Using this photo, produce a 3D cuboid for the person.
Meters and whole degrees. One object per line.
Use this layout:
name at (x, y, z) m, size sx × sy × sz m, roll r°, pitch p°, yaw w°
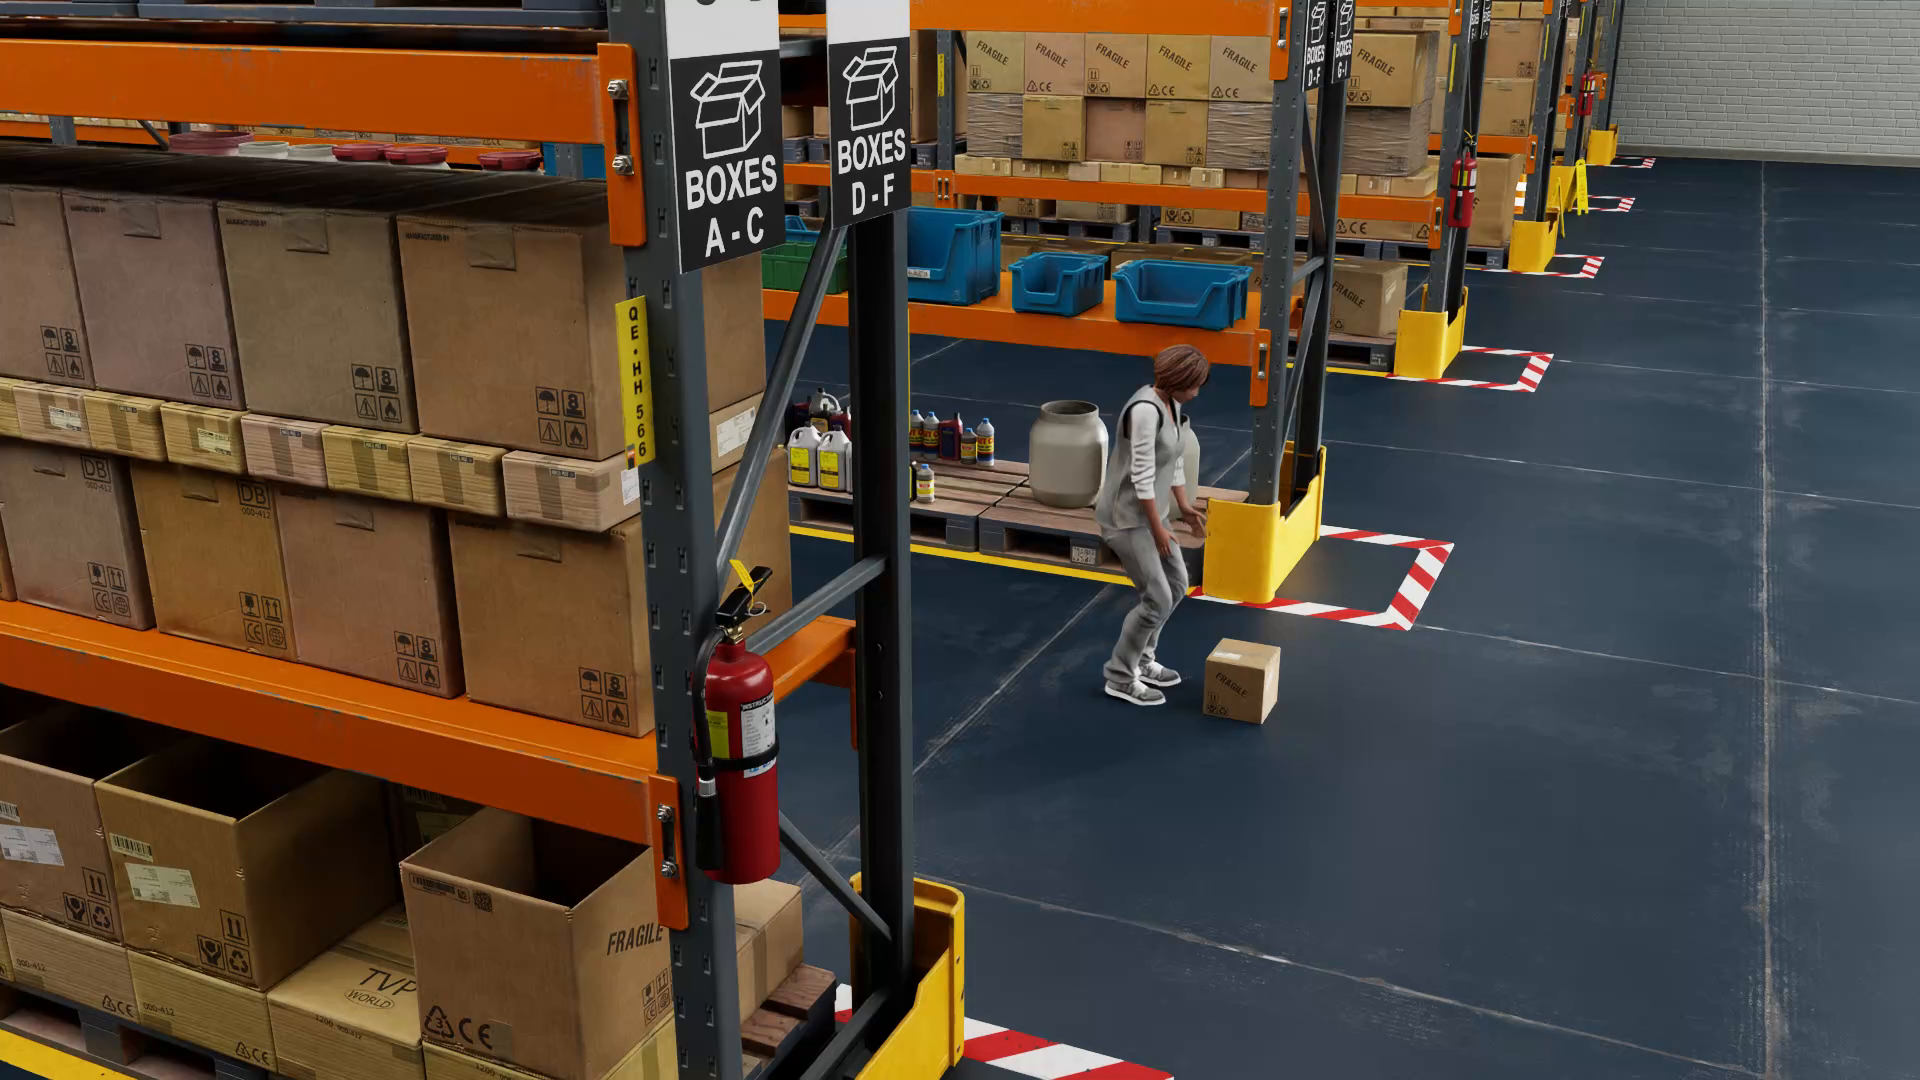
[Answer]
person at (0.795, -0.072, 6.933) m, size 0.436 × 1.511 × 0.437 m, roll 9°, pitch 21°, yaw 24°
